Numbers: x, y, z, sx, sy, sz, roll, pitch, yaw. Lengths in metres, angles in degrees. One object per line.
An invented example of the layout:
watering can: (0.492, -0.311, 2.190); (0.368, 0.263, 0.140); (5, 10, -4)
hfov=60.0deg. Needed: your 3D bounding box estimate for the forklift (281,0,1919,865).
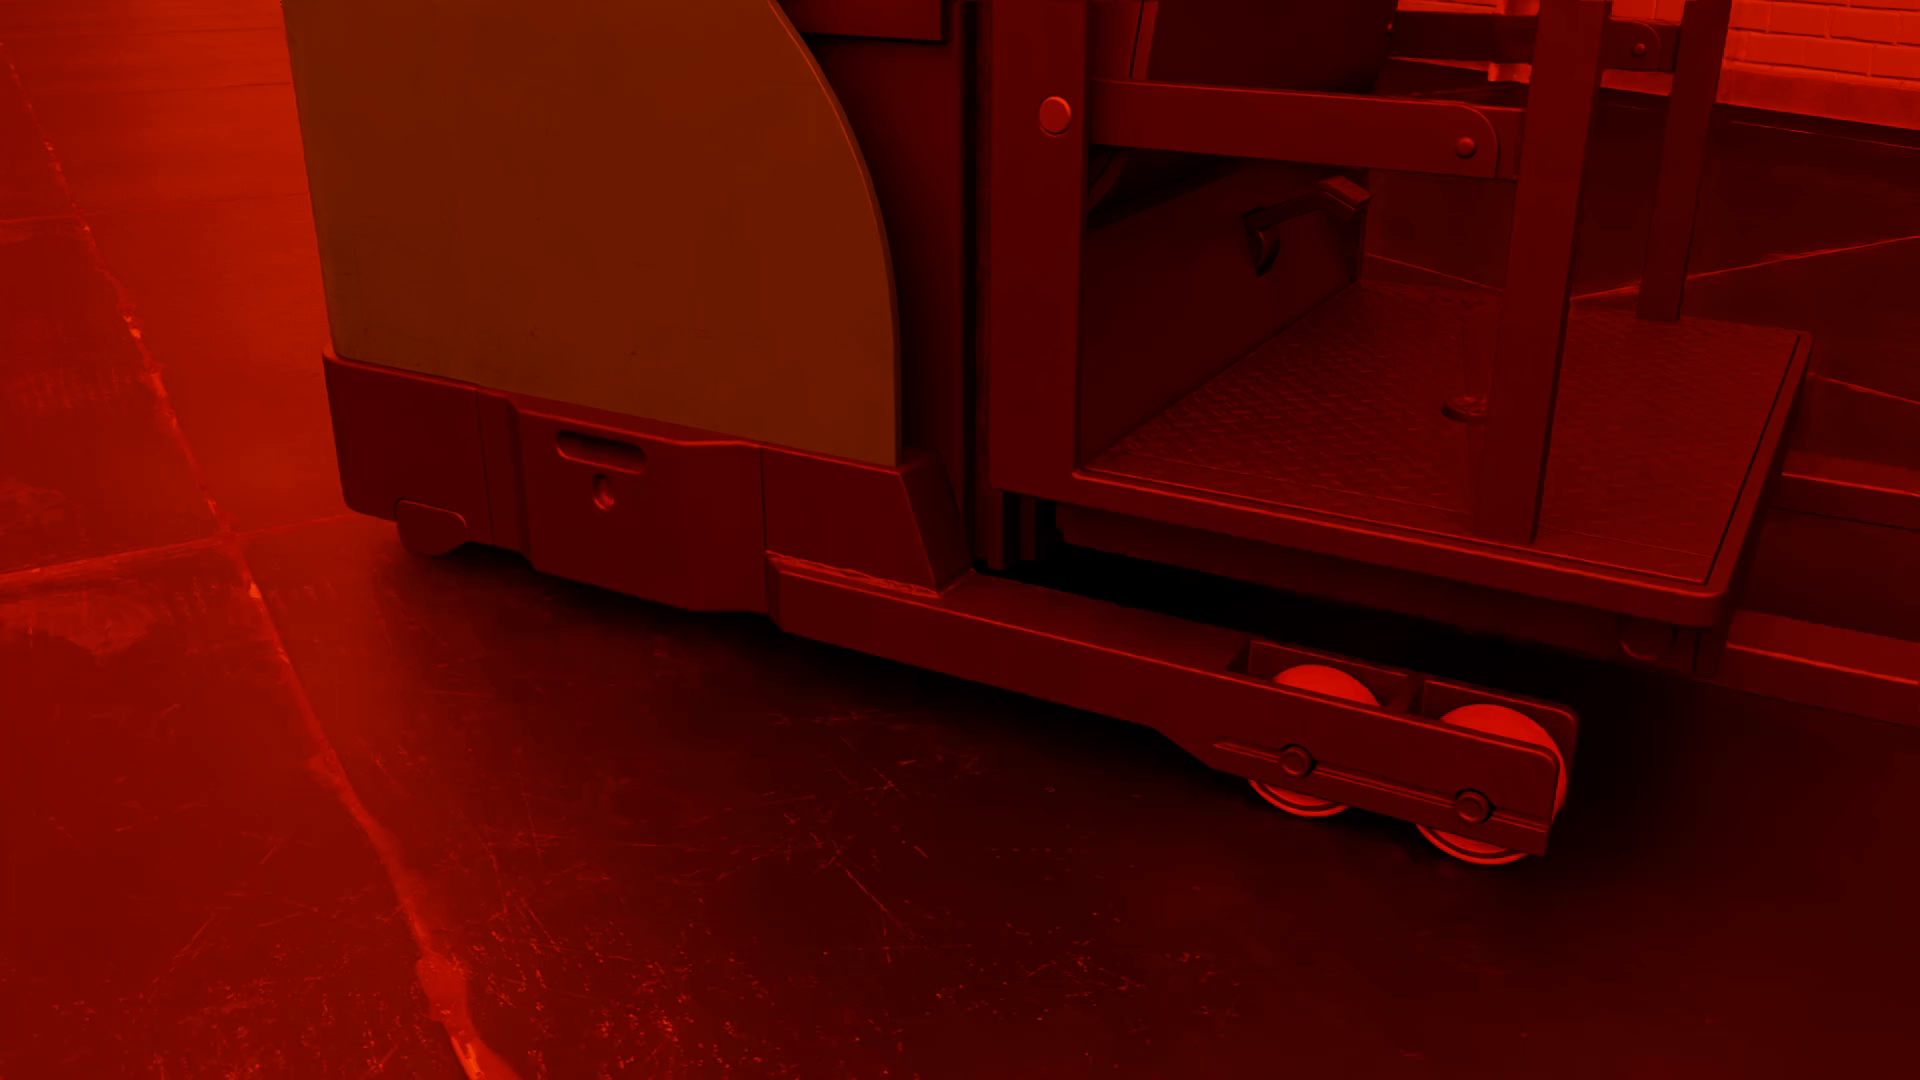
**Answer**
forklift: (0.568, -1.239, 1.792); (3.031, 2.935, 1.130); (12, 25, 27)
